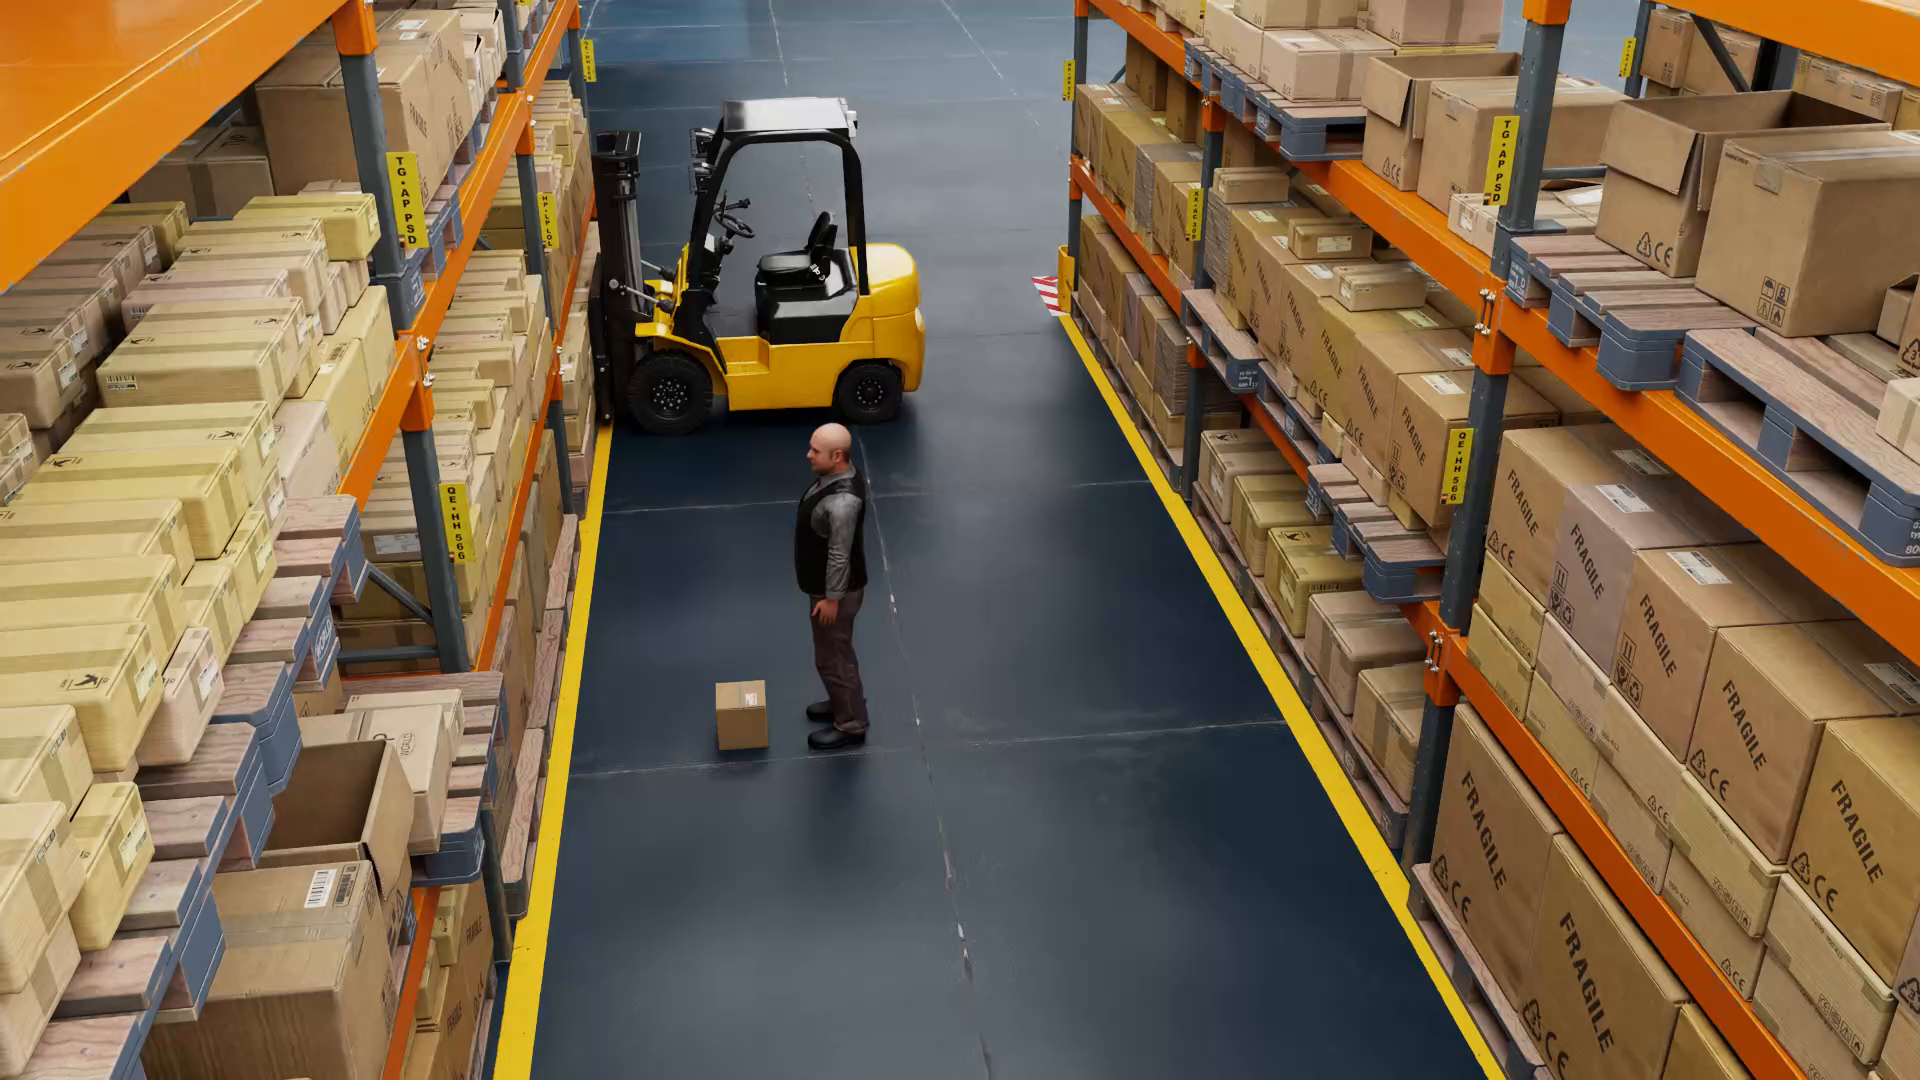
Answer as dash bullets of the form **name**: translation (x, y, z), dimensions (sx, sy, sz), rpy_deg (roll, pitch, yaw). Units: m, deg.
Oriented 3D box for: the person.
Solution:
- **person**: translation (-0.630, 0.222, 8.215), dimensions (0.360, 1.715, 0.532), rpy_deg (-3, 27, -6)
